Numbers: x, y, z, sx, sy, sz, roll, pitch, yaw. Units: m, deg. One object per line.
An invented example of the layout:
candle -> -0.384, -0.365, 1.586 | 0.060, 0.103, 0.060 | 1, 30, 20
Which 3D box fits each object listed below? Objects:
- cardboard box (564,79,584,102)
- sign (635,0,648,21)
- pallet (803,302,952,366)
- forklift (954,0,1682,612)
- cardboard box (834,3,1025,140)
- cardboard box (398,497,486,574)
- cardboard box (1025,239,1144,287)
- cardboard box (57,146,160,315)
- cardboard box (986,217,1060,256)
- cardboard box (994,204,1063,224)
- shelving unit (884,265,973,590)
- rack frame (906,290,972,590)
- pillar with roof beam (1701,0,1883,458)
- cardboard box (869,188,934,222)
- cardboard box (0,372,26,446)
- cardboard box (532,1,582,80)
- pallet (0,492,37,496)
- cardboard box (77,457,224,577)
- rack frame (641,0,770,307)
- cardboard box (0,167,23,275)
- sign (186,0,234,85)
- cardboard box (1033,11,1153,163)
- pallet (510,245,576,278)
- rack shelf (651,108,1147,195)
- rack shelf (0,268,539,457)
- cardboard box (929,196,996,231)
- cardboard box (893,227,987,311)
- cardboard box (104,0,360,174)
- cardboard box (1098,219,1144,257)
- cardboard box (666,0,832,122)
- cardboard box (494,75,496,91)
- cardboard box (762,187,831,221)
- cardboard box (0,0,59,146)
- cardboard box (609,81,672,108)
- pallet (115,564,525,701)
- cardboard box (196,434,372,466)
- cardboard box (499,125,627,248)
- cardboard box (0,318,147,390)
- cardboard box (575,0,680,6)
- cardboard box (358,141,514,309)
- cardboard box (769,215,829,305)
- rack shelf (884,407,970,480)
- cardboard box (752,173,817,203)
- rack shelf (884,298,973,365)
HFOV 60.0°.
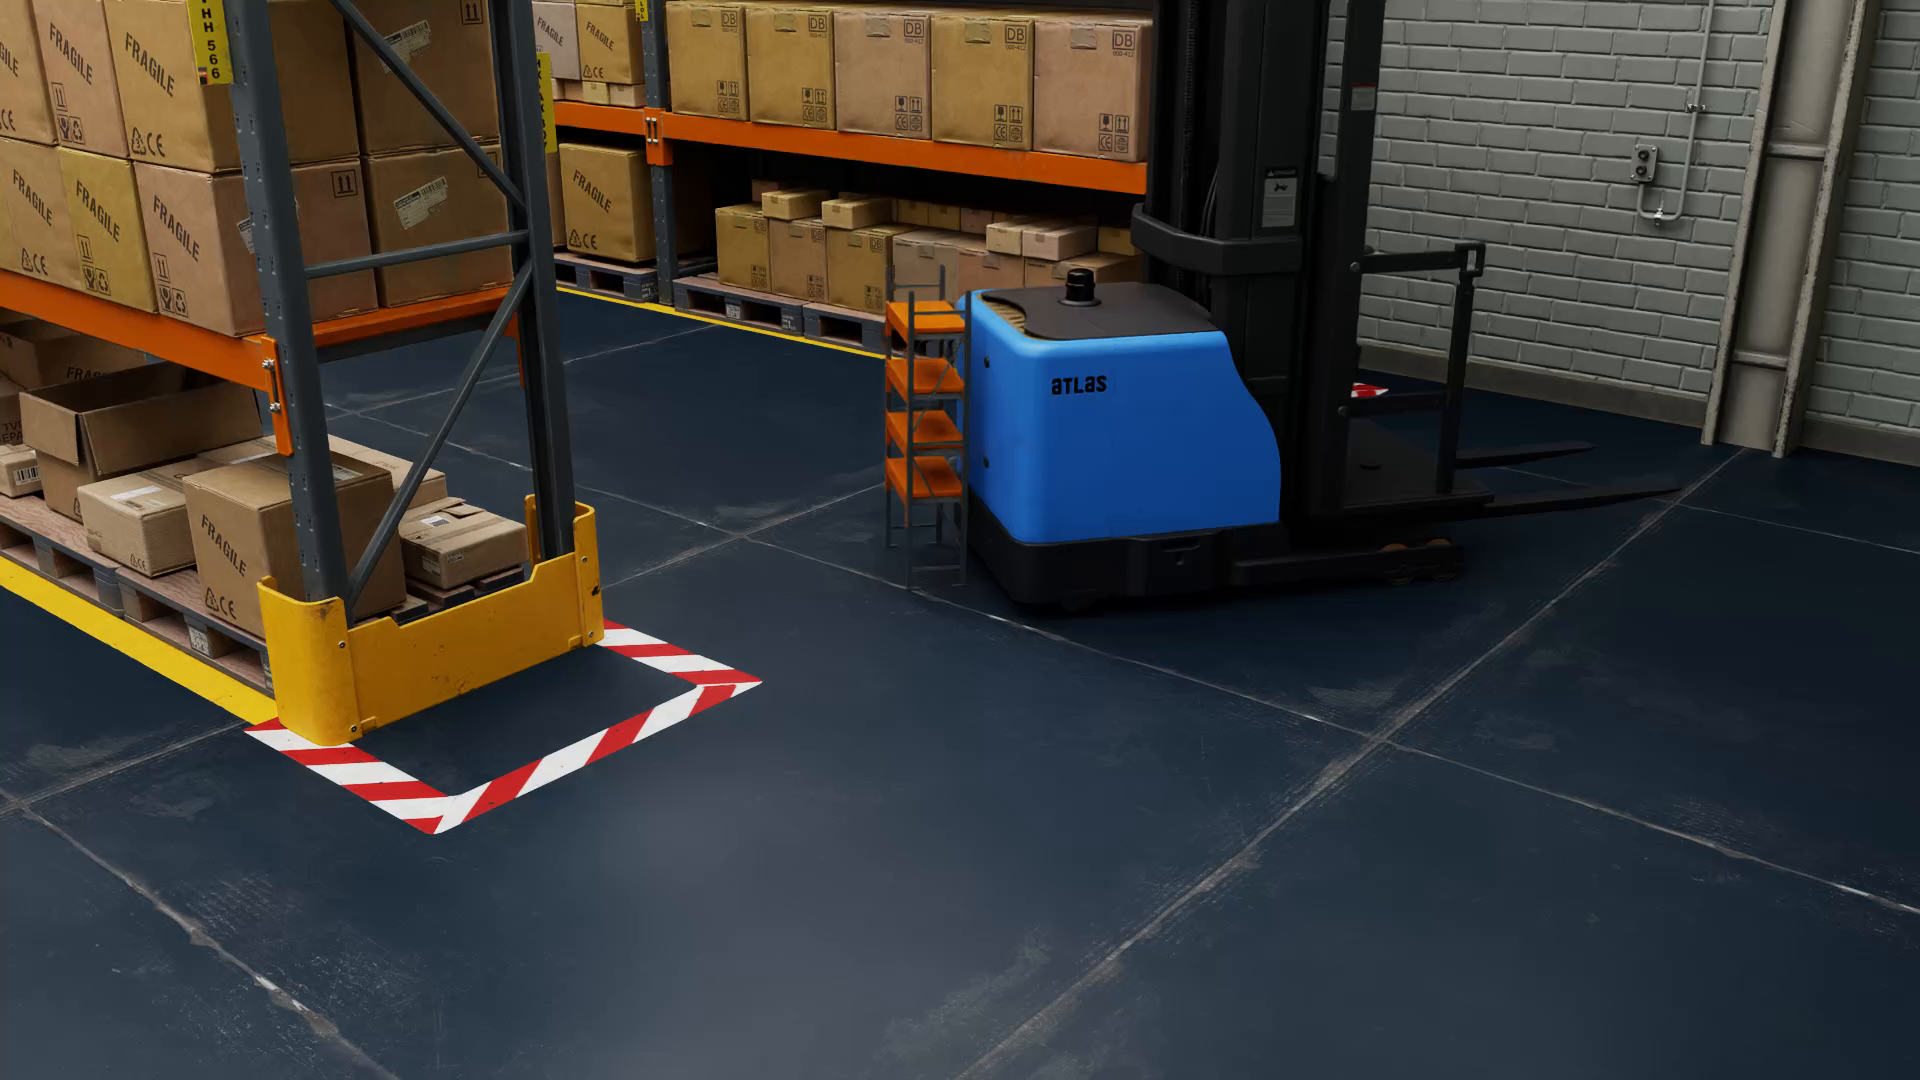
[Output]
cardboard box -> -2.537, -3.162, 11.630 | 0.250, 0.149, 0.380 | 17, 27, 38
sign -> -2.049, -3.507, 10.687 | 0.005, 0.325, 0.100 | 16, 26, 36
pallet -> -0.225, -1.384, 10.540 | 1.213, 0.211, 1.003 | 16, 26, 36
forklift -> 1.549, -1.365, 6.633 | 3.031, 2.935, 1.130 | -5, 21, -14
cardboard box -> -0.172, -2.843, 10.032 | 0.700, 0.700, 0.980 | 15, 25, 34
cardboard box -> -2.045, -0.028, 6.384 | 0.250, 0.166, 0.380 | 16, 26, 36
cardboard box -> 0.780, -1.416, 9.619 | 0.500, 0.500, 0.700 | 16, 26, 36
cardboard box -> -2.667, -1.092, 5.671 | 0.500, 0.500, 0.500 | 16, 26, 37
cardboard box -> 0.366, -1.755, 9.599 | 0.250, 0.149, 0.380 | 17, 26, 38
cardboard box -> 0.416, -1.915, 10.023 | 0.250, 0.149, 0.380 | 16, 26, 37
shelving unit -> -0.136, -0.456, 6.670 | 0.258, 1.200, 0.503 | -3, 21, -12
rack frame -> -0.085, -0.372, 6.447 | 0.240, 1.200, 0.015 | -3, 21, -12
pillar with roof beam -> 1.302, -3.524, 3.760 | 0.400, 9.000, 9.100 | 16, 26, 36
cardboard box -> -0.377, -2.142, 10.626 | 0.250, 0.149, 0.380 | 16, 26, 37
cardboard box -> -4.655, -0.592, 7.675 | 0.500, 0.311, 0.500 | 16, 26, 36
cardboard box -> -2.632, -3.493, 11.588 | 0.500, 0.500, 0.500 | 16, 26, 37
pallet -> -4.312, -0.339, 7.768 | 1.213, 0.211, 1.003 | 16, 26, 36
cardboard box -> -3.038, -0.098, 6.451 | 0.500, 0.250, 0.500 | 16, 26, 36
rack frame -> -1.714, -3.152, 11.276 | 0.127, 3.000, 1.000 | 16, 26, 36
cardboard box -> -3.441, -1.317, 6.269 | 0.500, 0.500, 0.500 | 16, 26, 36
sign -> -2.111, -1.447, 4.666 | 0.005, 0.325, 0.100 | 16, 26, 36
cardboard box -> 0.984, -2.511, 9.151 | 0.700, 0.700, 0.980 | 18, 27, 39
pallet -> -3.309, -2.271, 12.892 | 1.213, 0.211, 1.003 | 16, 26, 36
rack shelf -> -0.164, -2.370, 10.220 | 4.000, 0.370, 1.077 | 16, 26, 36
rack shelf -> -3.294, -1.015, 6.627 | 4.000, 0.370, 1.077 | 16, 26, 36
cardboard box -> 0.019, -2.028, 10.324 | 0.250, 0.149, 0.380 | 16, 26, 37
cardboard box -> 0.002, -1.639, 10.212 | 0.500, 0.500, 0.700 | 15, 25, 35
cardboard box -> -2.263, -1.444, 5.187 | 0.500, 0.500, 0.500 | 16, 26, 36
cardboard box -> 1.003, -1.746, 9.575 | 0.250, 0.149, 0.380 | 16, 26, 37
cardboard box -> -1.304, -3.167, 10.891 | 0.700, 0.700, 0.980 | 17, 26, 37
cardboard box -> -3.310, -3.400, 12.261 | 0.250, 0.149, 0.380 | 17, 27, 38
cardboard box -> -1.049, -2.162, 10.677 | 0.250, 0.149, 0.380 | 17, 27, 38
cardboard box -> -3.059, -1.671, 5.788 | 0.500, 0.500, 0.500 | 17, 26, 38
cardboard box -> -2.155, -3.042, 11.312 | 0.250, 0.149, 0.380 | 16, 26, 37
pallet -> -2.421, 0.205, 6.325 | 1.213, 0.211, 1.003 | 16, 26, 36
cardboard box -> -2.761, -0.246, 6.843 | 0.500, 0.250, 0.500 | 16, 26, 36
cardboard box -> -2.990, -2.650, 12.396 | 0.750, 0.750, 0.750 | 17, 27, 38
cardboard box -> -4.222, -0.784, 7.915 | 0.500, 0.500, 0.500 | 16, 26, 36
cardboard box -> -2.237, -3.733, 11.161 | 0.500, 0.250, 0.500 | 17, 26, 38
cardboard box -> -1.921, -1.123, 5.753 | 0.500, 0.500, 0.500 | 17, 26, 37
cardboard box -> -0.812, -1.871, 10.827 | 0.500, 0.500, 0.700 | 16, 26, 36
rack shelf -> -0.138, -0.393, 6.693 | 0.258, 0.148, 0.480 | -3, 21, -12
cardboard box -> -1.186, -2.375, 11.242 | 0.250, 0.149, 0.380 | 16, 26, 36
rack shelf -> -0.129, -0.824, 6.533 | 0.258, 0.148, 0.480 | -3, 21, -12
